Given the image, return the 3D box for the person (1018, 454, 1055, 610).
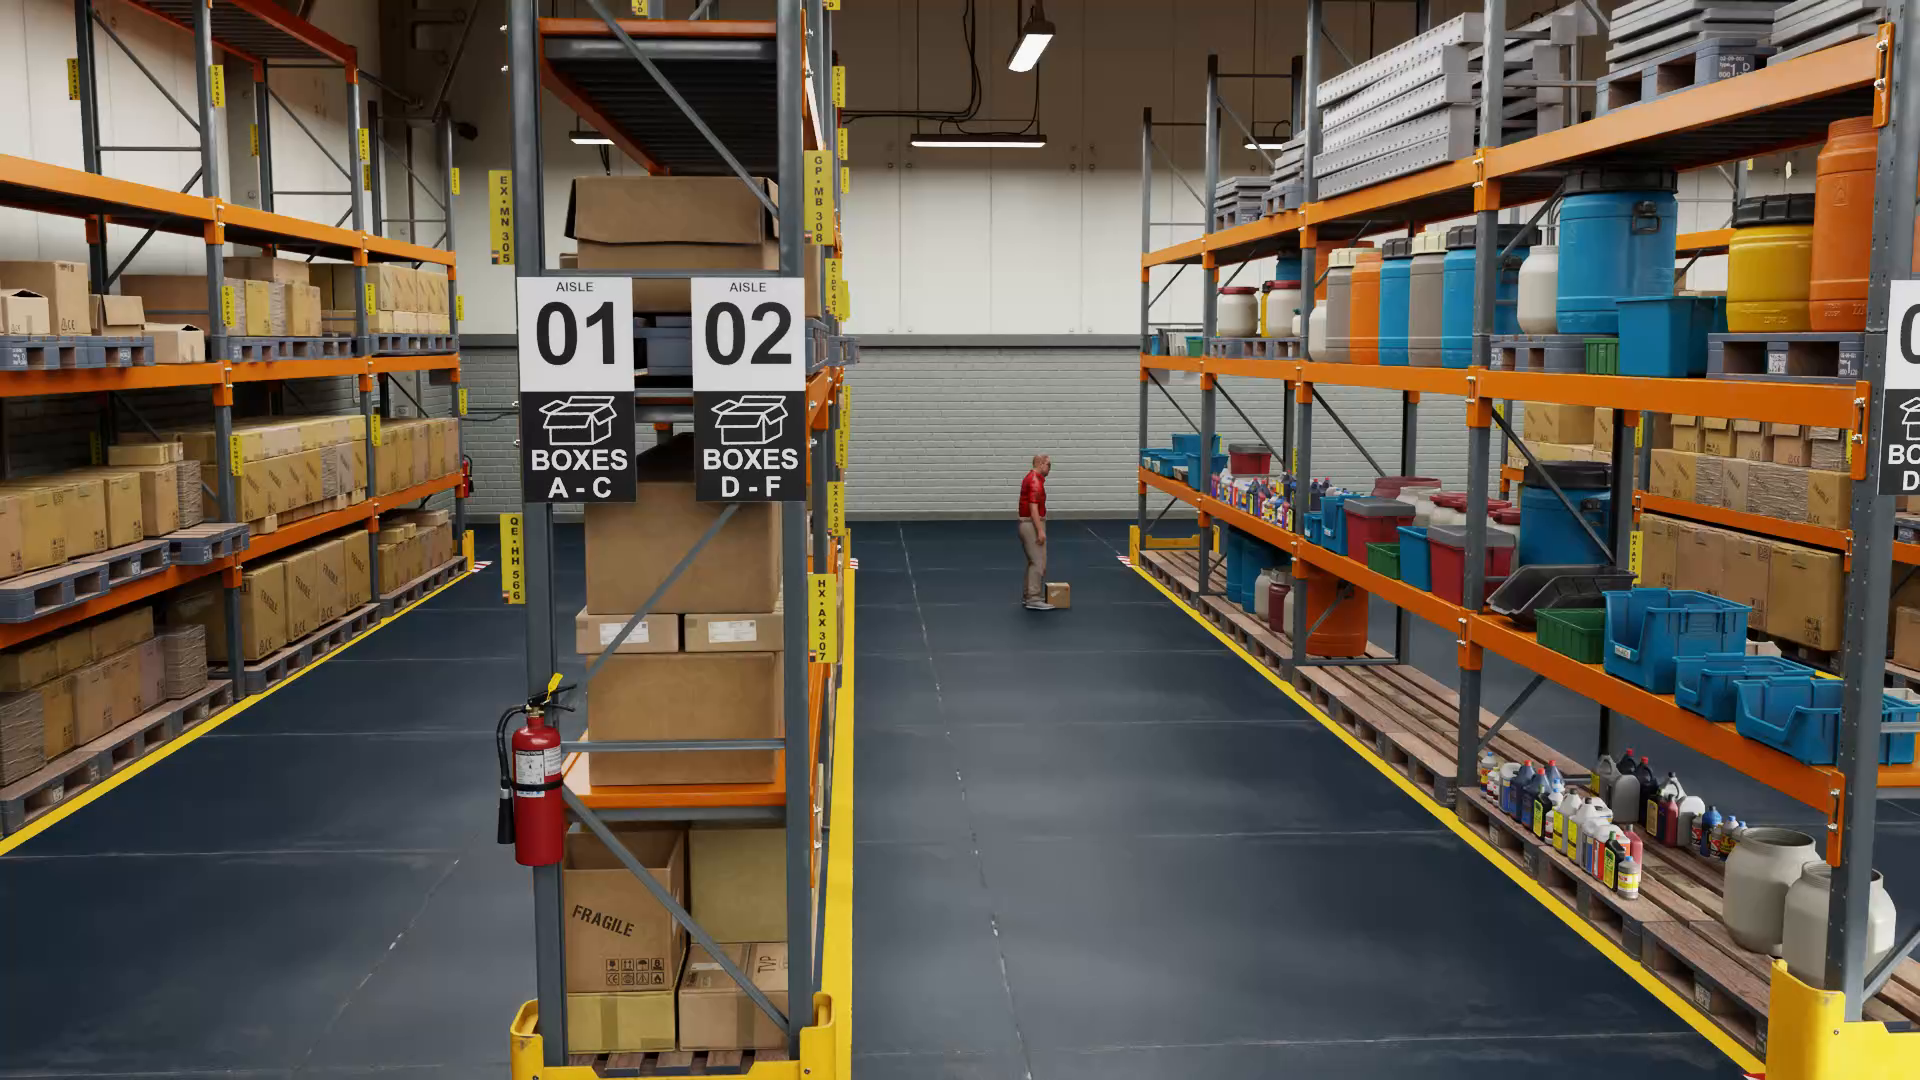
[{"bbox_3d":[0.854,-0.106,18.687,0.380,1.727,0.585,0,7,-4],"label":"person"}]
